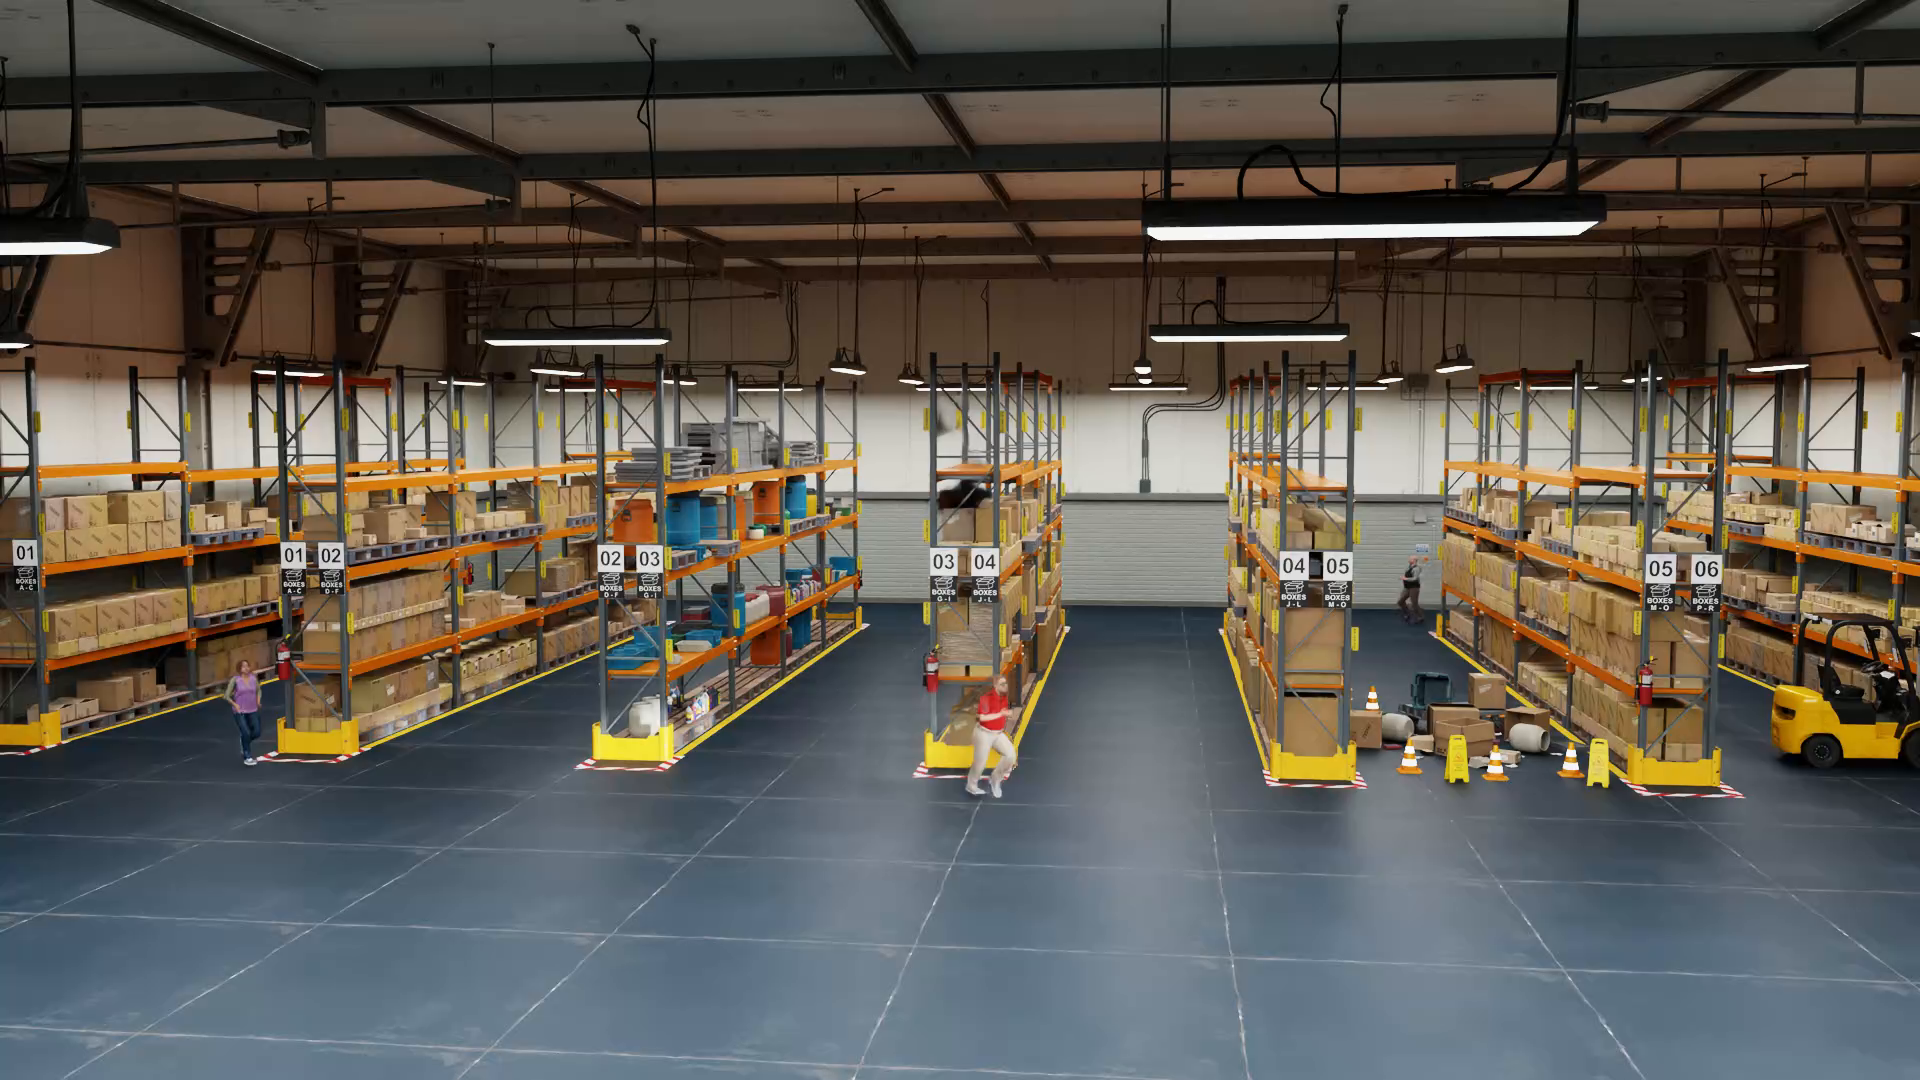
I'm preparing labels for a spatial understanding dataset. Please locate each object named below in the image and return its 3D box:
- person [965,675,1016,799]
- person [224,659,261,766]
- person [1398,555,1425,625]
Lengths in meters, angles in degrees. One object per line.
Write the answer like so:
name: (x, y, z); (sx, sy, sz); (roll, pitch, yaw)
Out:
person: (0.418, 2.602, 21.999); (0.643, 1.671, 0.908); (-4, 5, -42)
person: (-10.461, 2.508, 24.296); (0.523, 1.554, 0.543); (-4, 6, -44)
person: (11.158, 1.240, 41.135); (0.717, 1.745, 0.627); (-1, 4, -13)
